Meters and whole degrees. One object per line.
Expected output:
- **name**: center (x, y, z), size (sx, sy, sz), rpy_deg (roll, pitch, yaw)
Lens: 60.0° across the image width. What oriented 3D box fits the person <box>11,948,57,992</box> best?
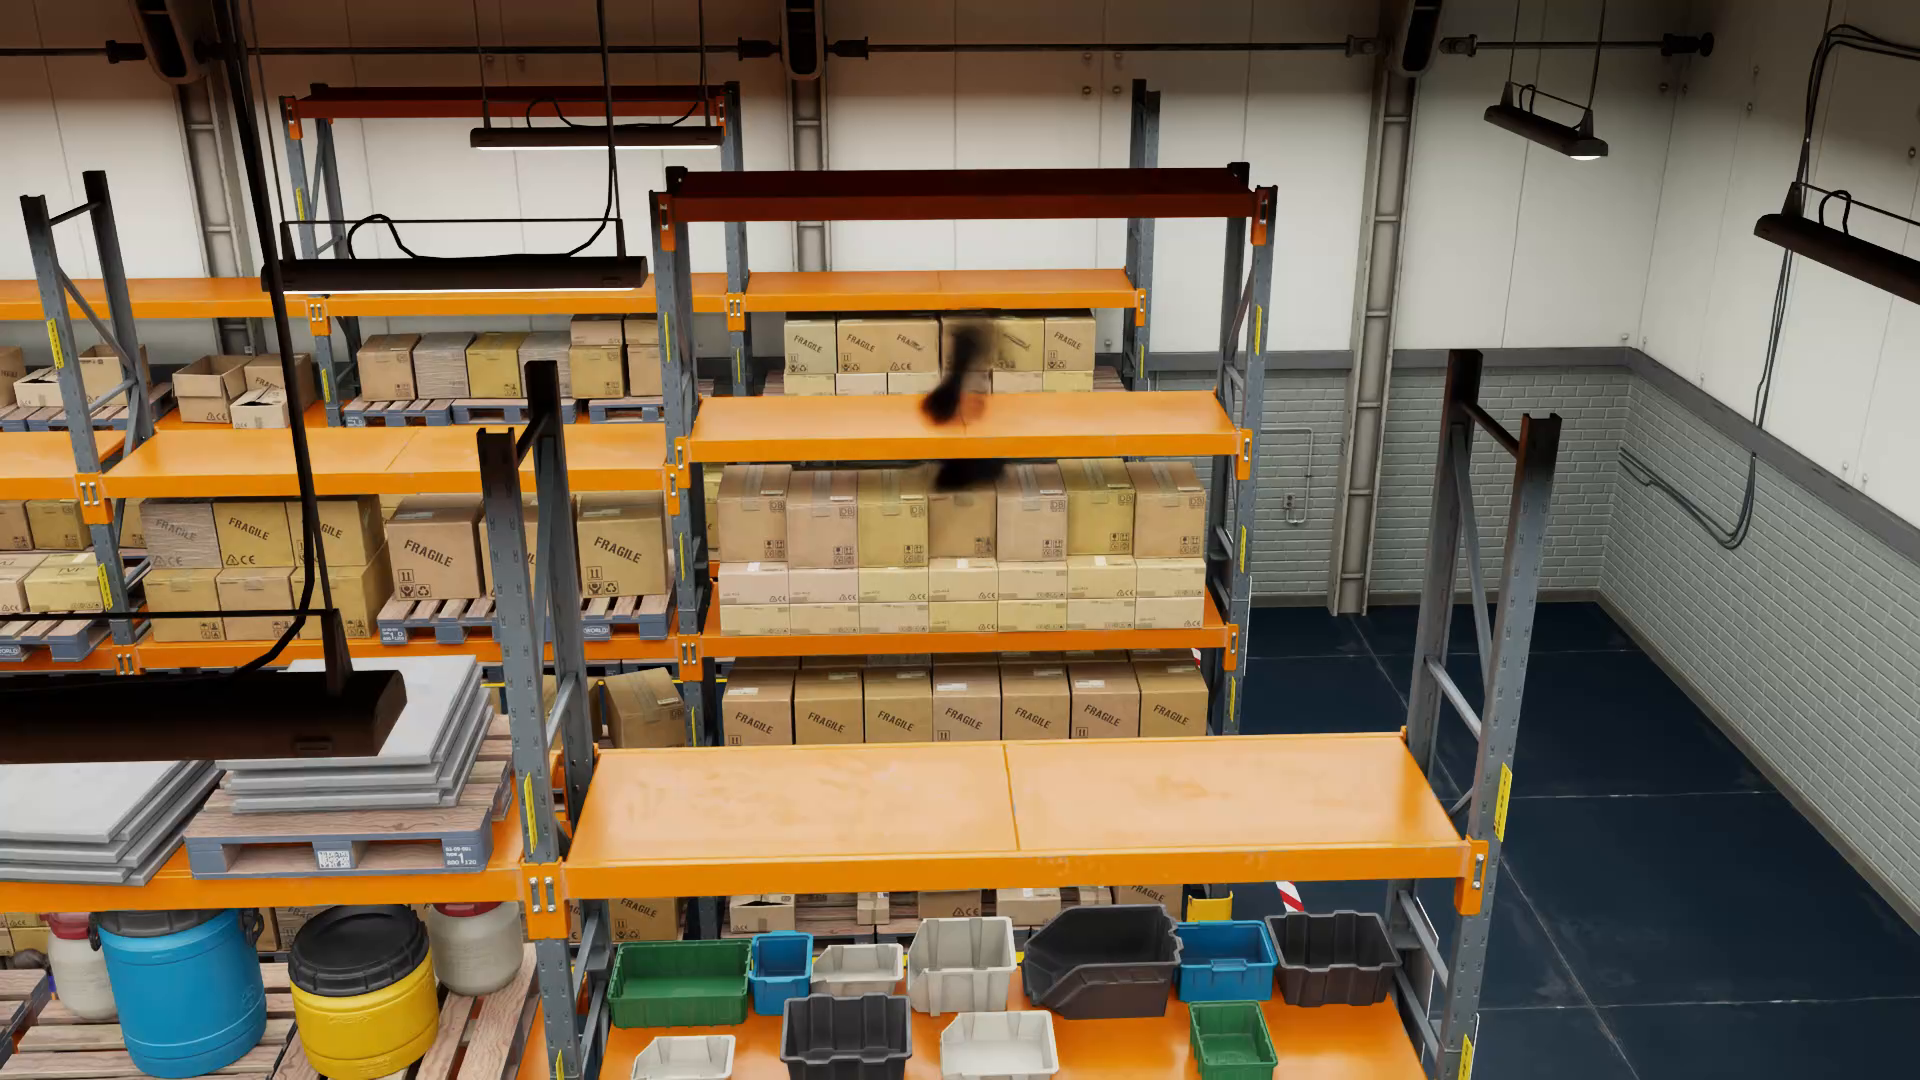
- **person**: center (-5.754, 3.338, 10.802), size (0.440, 1.662, 0.614), rpy_deg (10, 24, 24)
